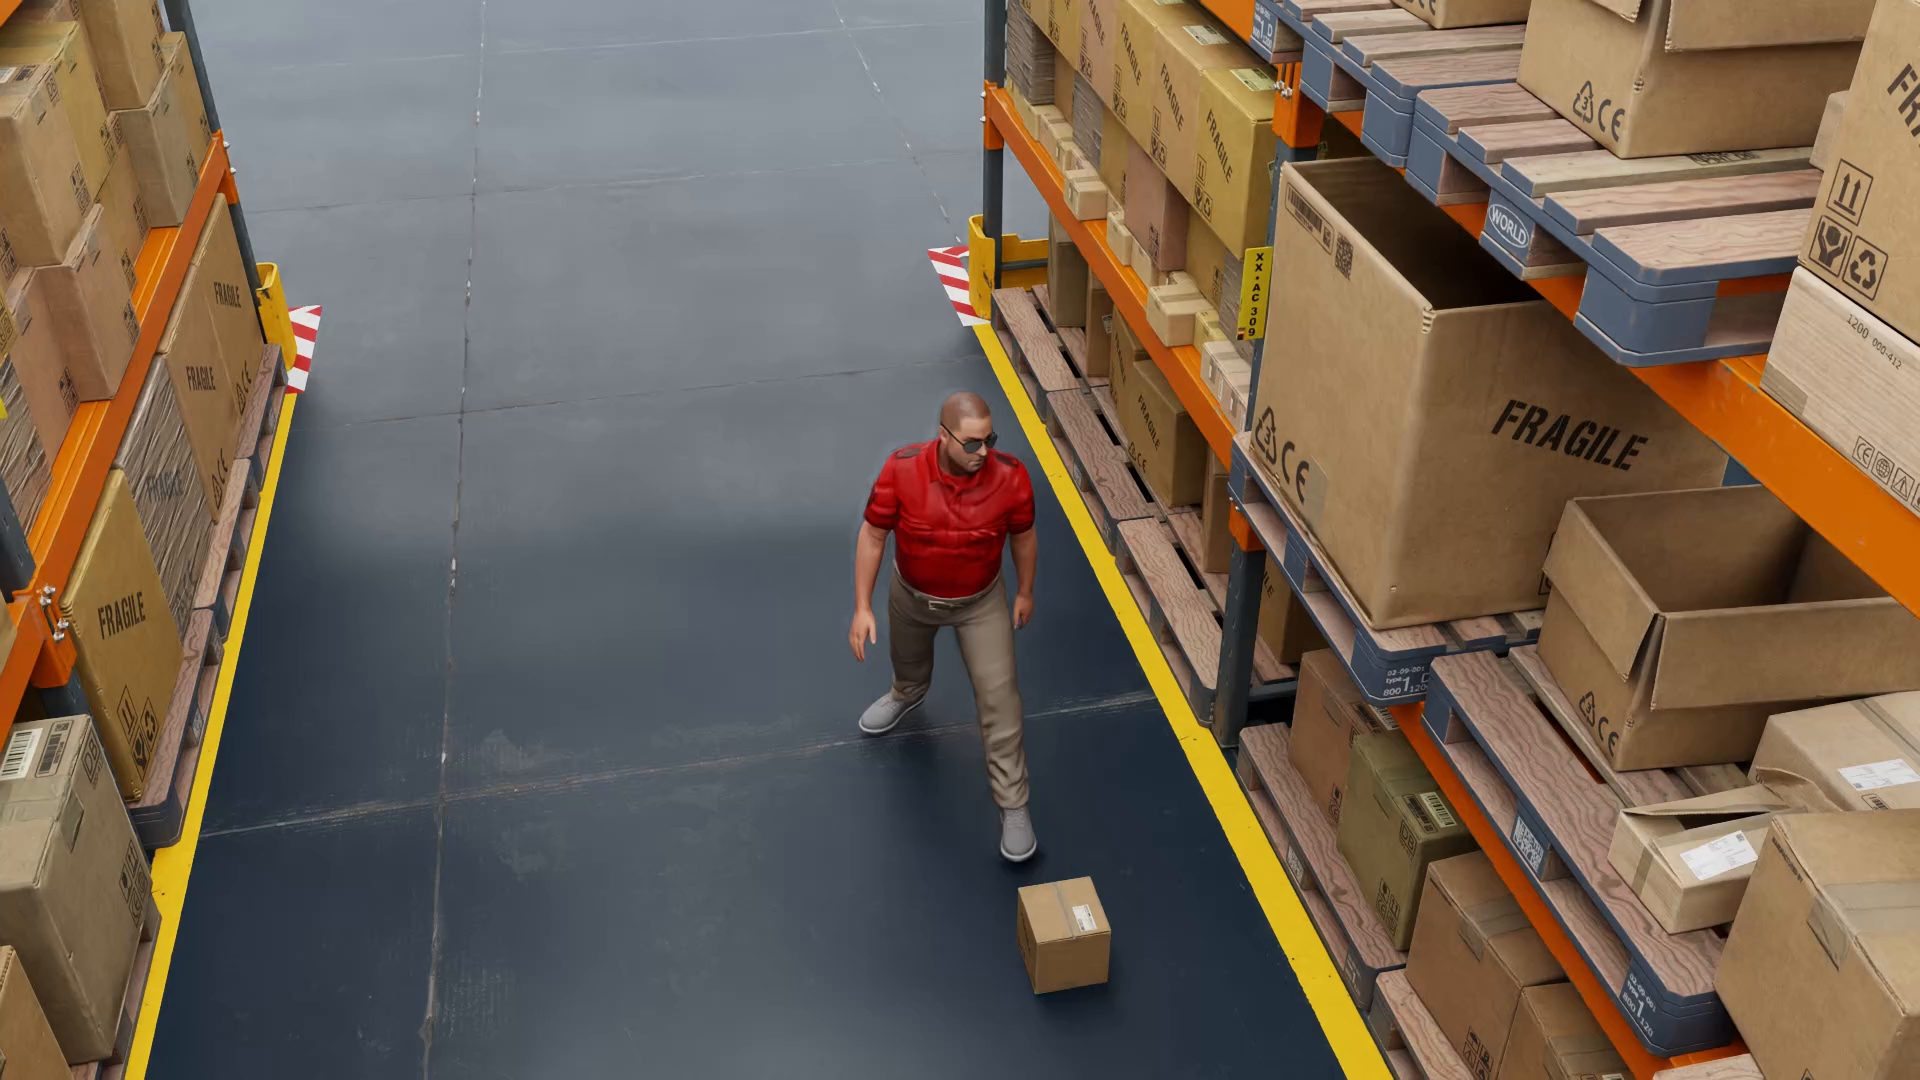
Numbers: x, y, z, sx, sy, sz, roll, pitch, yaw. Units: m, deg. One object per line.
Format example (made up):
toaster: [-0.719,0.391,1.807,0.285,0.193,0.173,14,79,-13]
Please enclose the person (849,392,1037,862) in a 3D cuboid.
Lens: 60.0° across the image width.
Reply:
person: [-0.056,0.210,5.847,0.728,1.666,0.948,3,34,4]
